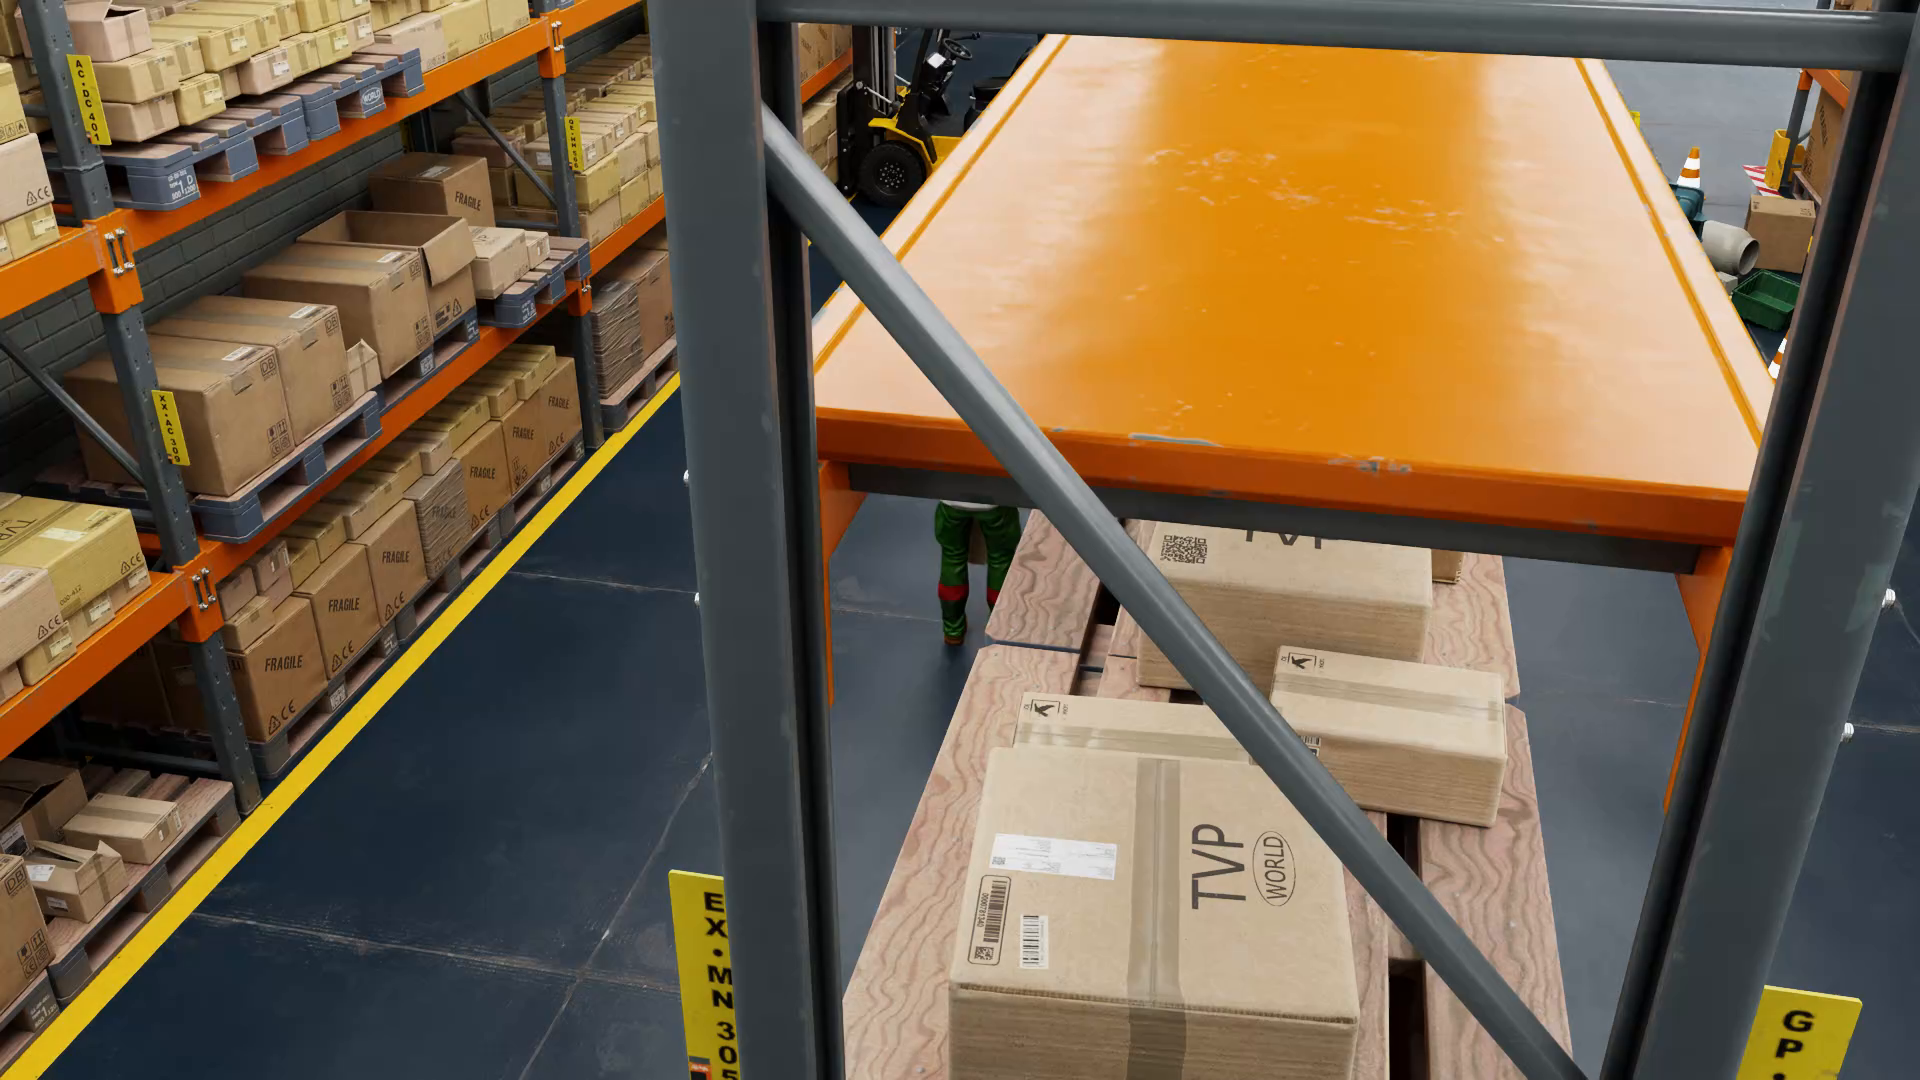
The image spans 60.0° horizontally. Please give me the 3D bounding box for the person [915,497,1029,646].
[{"bbox_3d":[0.066,-0.262,8.592,0.620,1.778,0.446,5,29,9],"label":"person"}]
